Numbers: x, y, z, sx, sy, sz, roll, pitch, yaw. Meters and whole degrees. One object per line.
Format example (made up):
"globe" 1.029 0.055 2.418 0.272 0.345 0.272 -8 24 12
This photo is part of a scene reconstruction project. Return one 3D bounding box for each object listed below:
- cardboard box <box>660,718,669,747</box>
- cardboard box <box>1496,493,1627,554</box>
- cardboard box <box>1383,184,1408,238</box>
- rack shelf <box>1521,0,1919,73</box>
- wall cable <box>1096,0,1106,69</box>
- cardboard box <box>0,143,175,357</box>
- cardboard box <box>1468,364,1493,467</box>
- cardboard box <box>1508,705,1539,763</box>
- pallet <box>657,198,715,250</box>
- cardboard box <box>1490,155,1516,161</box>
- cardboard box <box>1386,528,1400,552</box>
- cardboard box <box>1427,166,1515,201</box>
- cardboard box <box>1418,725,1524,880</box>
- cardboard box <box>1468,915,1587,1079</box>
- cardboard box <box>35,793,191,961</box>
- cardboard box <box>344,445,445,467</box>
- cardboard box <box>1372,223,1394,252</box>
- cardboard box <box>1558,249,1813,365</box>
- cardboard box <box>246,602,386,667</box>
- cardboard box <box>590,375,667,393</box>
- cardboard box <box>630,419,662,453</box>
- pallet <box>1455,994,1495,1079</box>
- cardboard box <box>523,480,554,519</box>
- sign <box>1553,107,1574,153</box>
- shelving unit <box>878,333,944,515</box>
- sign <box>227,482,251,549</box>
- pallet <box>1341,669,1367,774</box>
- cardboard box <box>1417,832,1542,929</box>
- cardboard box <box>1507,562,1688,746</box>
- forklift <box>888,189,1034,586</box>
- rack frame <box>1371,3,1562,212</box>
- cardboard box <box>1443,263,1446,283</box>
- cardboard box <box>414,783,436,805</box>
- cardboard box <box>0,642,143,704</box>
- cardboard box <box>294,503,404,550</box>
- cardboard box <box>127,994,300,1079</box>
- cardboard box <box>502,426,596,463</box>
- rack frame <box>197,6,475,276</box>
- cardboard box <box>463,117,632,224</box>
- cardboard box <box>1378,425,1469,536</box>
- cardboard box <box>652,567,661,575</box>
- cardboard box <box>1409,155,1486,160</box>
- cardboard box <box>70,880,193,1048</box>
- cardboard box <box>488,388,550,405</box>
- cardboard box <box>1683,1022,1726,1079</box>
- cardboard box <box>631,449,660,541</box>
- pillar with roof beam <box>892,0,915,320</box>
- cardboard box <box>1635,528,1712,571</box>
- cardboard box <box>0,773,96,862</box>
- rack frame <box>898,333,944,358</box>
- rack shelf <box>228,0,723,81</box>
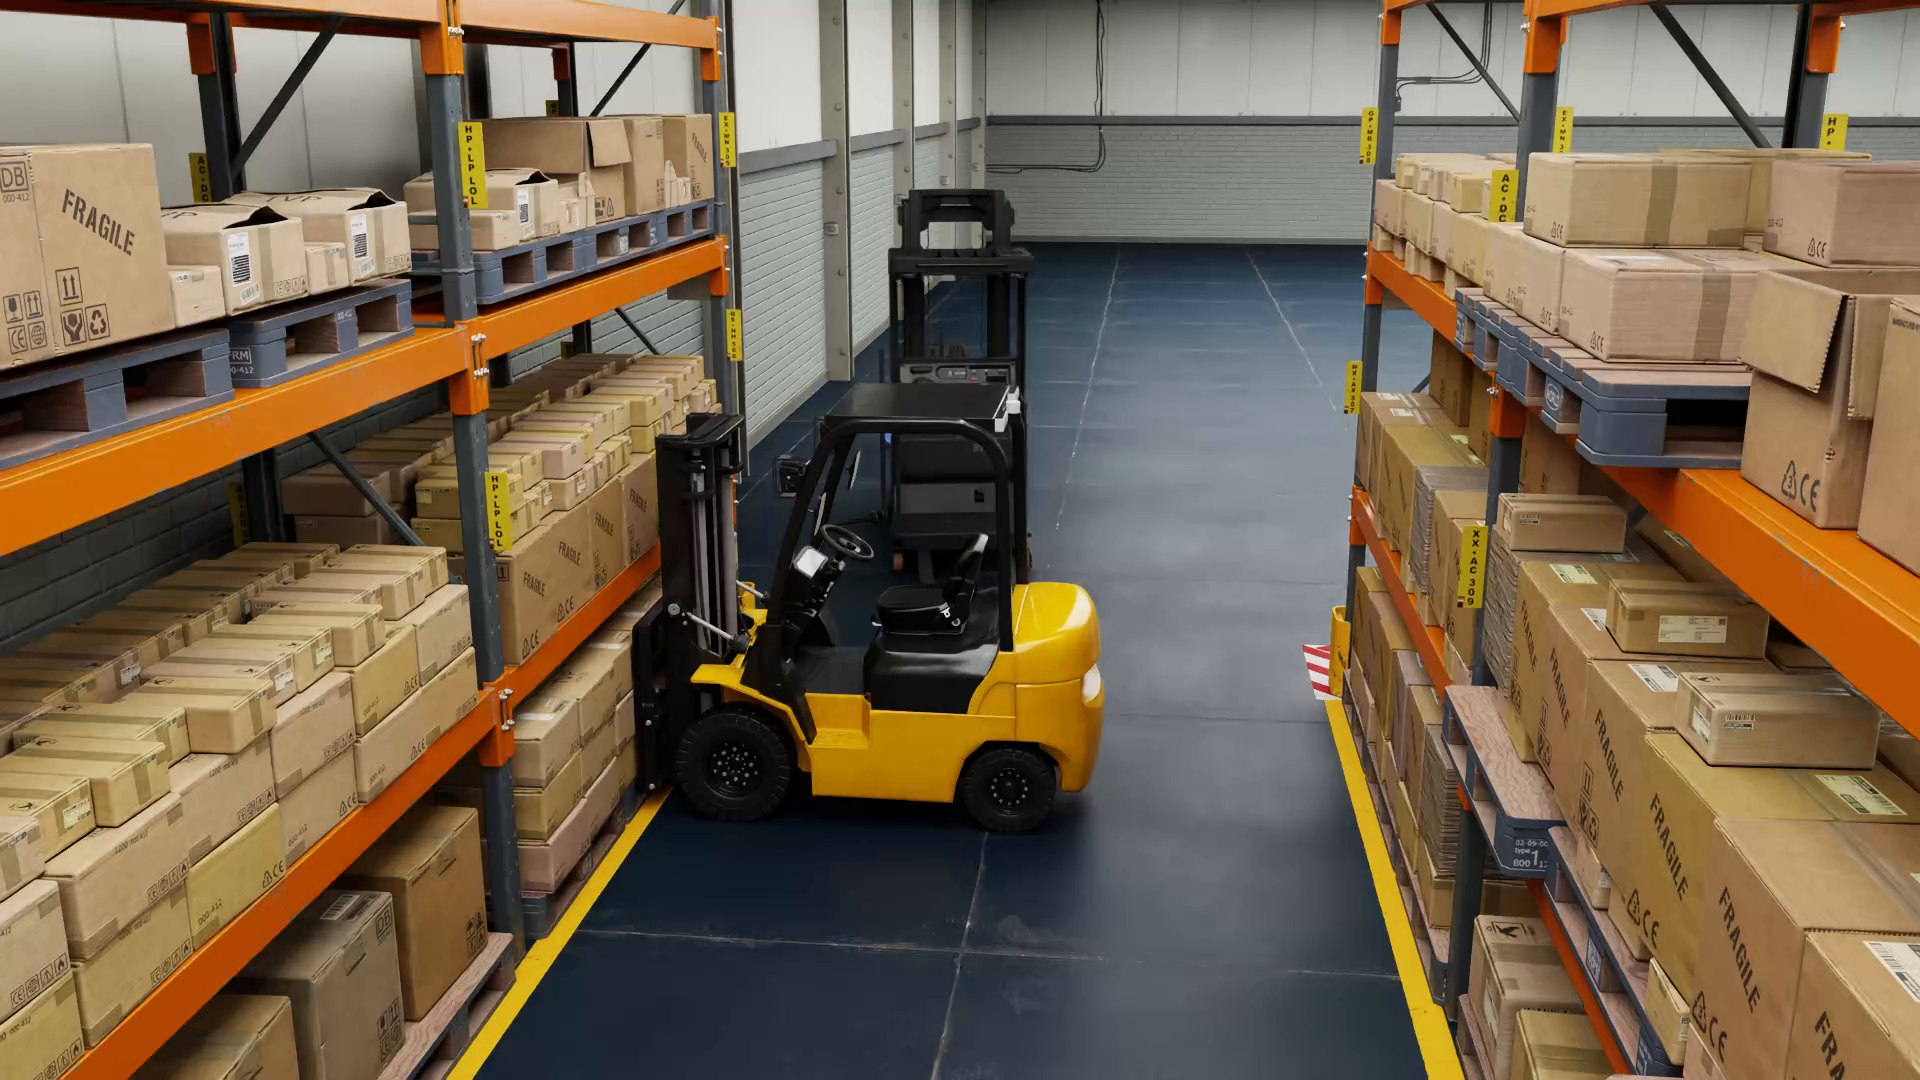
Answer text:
"cardboard box" -1.880 1.003 9.171 0.500 0.250 0.500 2 15 8
"cardboard box" 2.103 -0.060 5.830 0.380 0.149 0.250 2 15 6
"cardboard box" 2.571 -1.768 8.924 0.500 0.250 0.500 1 15 5
"rack shelf" 2.282 -1.301 3.878 1.077 0.370 4.000 2 15 6
"wall cable" 4.772 -12.754 40.363 3.097 2.526 0.112 2 15 6
"cardboard box" -2.438 -0.764 4.306 0.500 0.500 0.500 2 15 8
"cardboard box" 2.904 -0.646 8.126 0.700 0.500 0.500 2 15 6
"cardboard box" 2.094 0.653 5.677 0.380 0.149 0.250 2 15 7
"pallet" -2.079 -1.870 9.752 1.003 0.211 1.213 2 15 6
"cardboard box" 3.147 -2.051 9.208 0.380 0.149 0.250 2 15 7
"cardboard box" 2.520 -0.033 9.020 0.380 0.149 0.250 2 15 8
"cardboard box" 2.406 -1.669 7.796 0.380 0.149 0.250 2 15 7
"cardboard box" 2.308 1.137 7.237 0.500 0.500 0.500 1 15 5
"cardboard box" 2.451 1.738 6.219 0.950 0.372 0.625 2 15 7
"cardboard box" -2.449 0.886 4.468 0.500 0.250 0.500 1 15 5
"cardboard box" -2.603 -0.339 7.665 0.380 0.149 0.250 2 15 6
"cardboard box" 2.599 -1.752 9.629 0.380 0.149 0.250 2 15 6
"cardboard box" 1.952 -0.640 4.518 0.500 0.250 0.500 2 15 6
"cardboard box" -2.232 0.326 5.776 0.380 0.149 0.250 1 15 5
"cardboard box" -1.906 -0.857 9.580 0.380 0.149 0.250 2 15 7
"cardboard box" -1.855 -0.577 9.114 0.380 0.149 0.250 2 15 7
"pallet" 2.421 2.084 6.051 1.003 0.211 1.213 2 15 6
"cardboard box" -2.098 -0.181 7.652 0.380 0.149 0.250 2 15 6
"sign" 3.508 -2.355 9.684 0.100 0.325 0.005 2 15 6
"shelving unit" -0.431 -1.086 15.305 0.538 1.500 1.048 1 15 3
"sign" -2.977 -0.081 6.907 0.100 0.325 0.005 2 15 6
"pallet" 2.823 1.074 9.786 1.003 0.211 1.213 2 15 6
"cardboard box" 2.307 1.499 7.334 0.500 0.250 0.500 2 15 9
"cardboard box" 2.114 0.384 5.428 0.500 0.500 0.500 2 15 6
"forklift" -0.005 -1.240 13.131 1.130 2.935 3.031 -1 15 -3
"rack frame" 2.959 -3.398 9.487 1.000 3.000 0.127 2 15 6
"cardboard box" 2.509 -1.280 7.883 0.380 0.149 0.250 2 15 6
"cardboard box" -2.574 1.142 7.699 0.500 0.250 0.500 1 15 5
"cardboard box" -2.874 0.443 5.342 0.380 0.149 0.250 2 15 6
"cardboard box" -2.644 -0.062 7.210 0.380 0.149 0.250 2 15 6
"cardboard box" -2.651 1.866 5.260 0.875 0.625 0.625 1 15 4
"cardboard box" -2.001 -0.457 8.102 0.380 0.149 0.250 1 15 5
"rack frame" -2.425 -2.505 6.188 1.000 3.000 0.127 2 15 6
"cardboard box" -2.100 -1.860 8.355 0.797 0.503 0.637 2 15 8
"cardboard box" 2.518 -0.312 8.808 0.500 0.500 0.500 1 15 5
"cardboard box" -1.767 0.256 10.015 0.500 0.250 0.500 2 15 7
"cardboard box" 2.703 -2.061 9.245 0.380 0.149 0.250 2 15 6
"cardboard box" -2.471 1.128 4.530 0.500 0.250 0.500 1 15 4
"cardboard box" -2.478 -0.737 9.138 0.380 0.149 0.250 1 15 5
"cardboard box" 1.838 1.197 3.667 0.380 0.149 0.250 1 15 4
"cardboard box" -1.893 -0.293 9.306 0.500 0.500 0.500 1 15 5
"pillar with roof beam" 3.361 -7.930 26.251 9.100 9.000 0.400 2 15 6
"cardboard box" 2.683 0.268 5.859 0.500 0.500 0.500 1 15 5
"cardboard box" -2.500 0.722 4.312 0.380 0.149 0.250 2 15 7
"rack frame" -0.400 -1.218 15.795 0.500 1.500 0.032 1 15 3
"rack shelf" -2.199 -2.484 8.252 1.077 0.370 4.000 2 15 6
